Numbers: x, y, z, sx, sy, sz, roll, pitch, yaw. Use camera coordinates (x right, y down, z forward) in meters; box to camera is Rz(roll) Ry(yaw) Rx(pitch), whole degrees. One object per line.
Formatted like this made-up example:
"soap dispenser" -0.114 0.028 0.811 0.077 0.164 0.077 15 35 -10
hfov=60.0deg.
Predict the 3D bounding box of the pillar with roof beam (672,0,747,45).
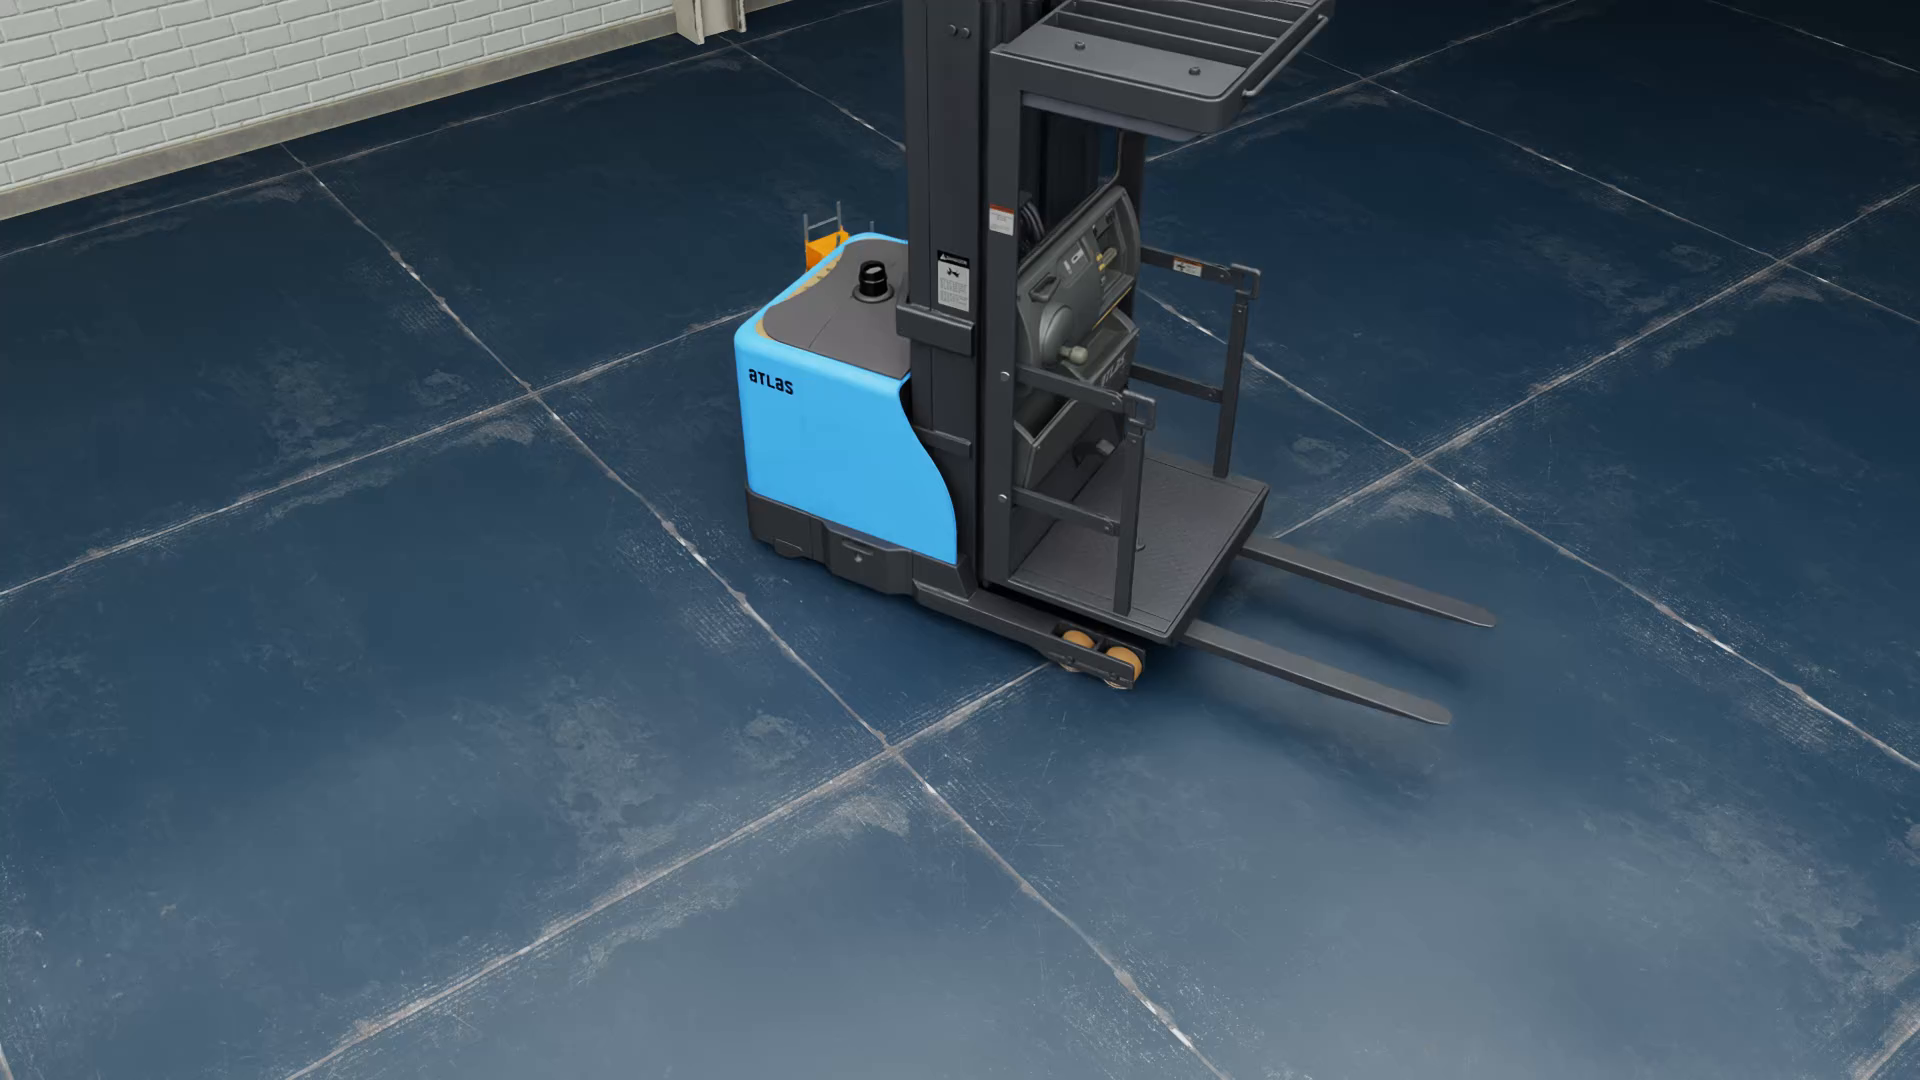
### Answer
"pillar with roof beam" 0.892 -4.858 6.077 0.400 9.000 9.100 -26 46 -28

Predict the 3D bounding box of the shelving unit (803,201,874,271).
"shelving unit" -0.534 -1.009 7.651 0.215 1.050 0.252 -28 47 -30

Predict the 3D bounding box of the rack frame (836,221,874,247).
"rack frame" -0.455 -0.950 7.578 0.200 1.050 0.008 -28 47 -30

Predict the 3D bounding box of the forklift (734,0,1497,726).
"forklift" 0.625 -0.935 6.079 3.031 2.935 1.130 19 43 22

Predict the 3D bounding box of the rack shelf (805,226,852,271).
"rack shelf" -0.535 -1.221 7.479 0.215 0.259 0.240 -28 47 -30

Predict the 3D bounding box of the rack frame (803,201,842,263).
"rack frame" -0.612 -1.068 7.724 0.200 1.050 0.008 -28 47 -30
